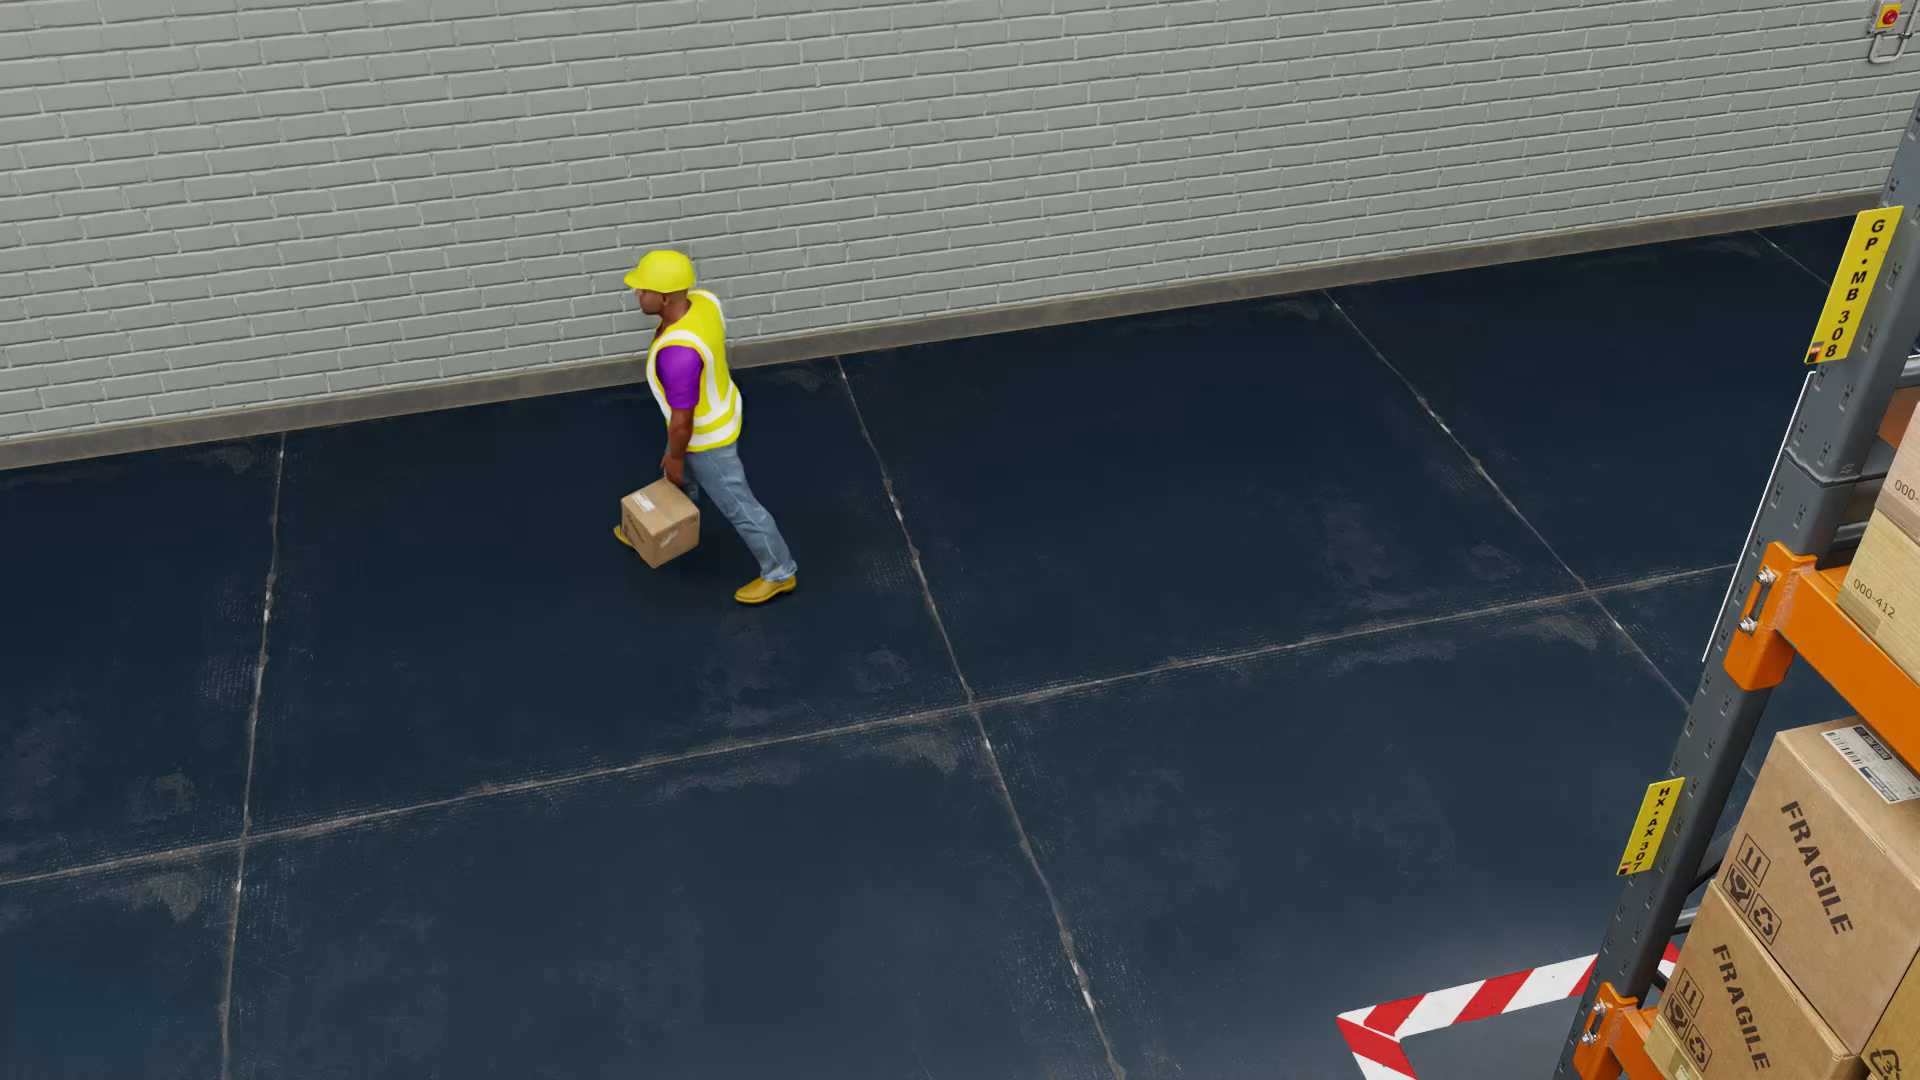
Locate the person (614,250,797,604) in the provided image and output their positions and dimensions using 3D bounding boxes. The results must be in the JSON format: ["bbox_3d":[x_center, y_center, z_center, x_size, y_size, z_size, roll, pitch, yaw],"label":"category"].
[{"bbox_3d":[-1.212,-0.500,7.340,0.901,1.725,0.602,0,38,0],"label":"person"}]
